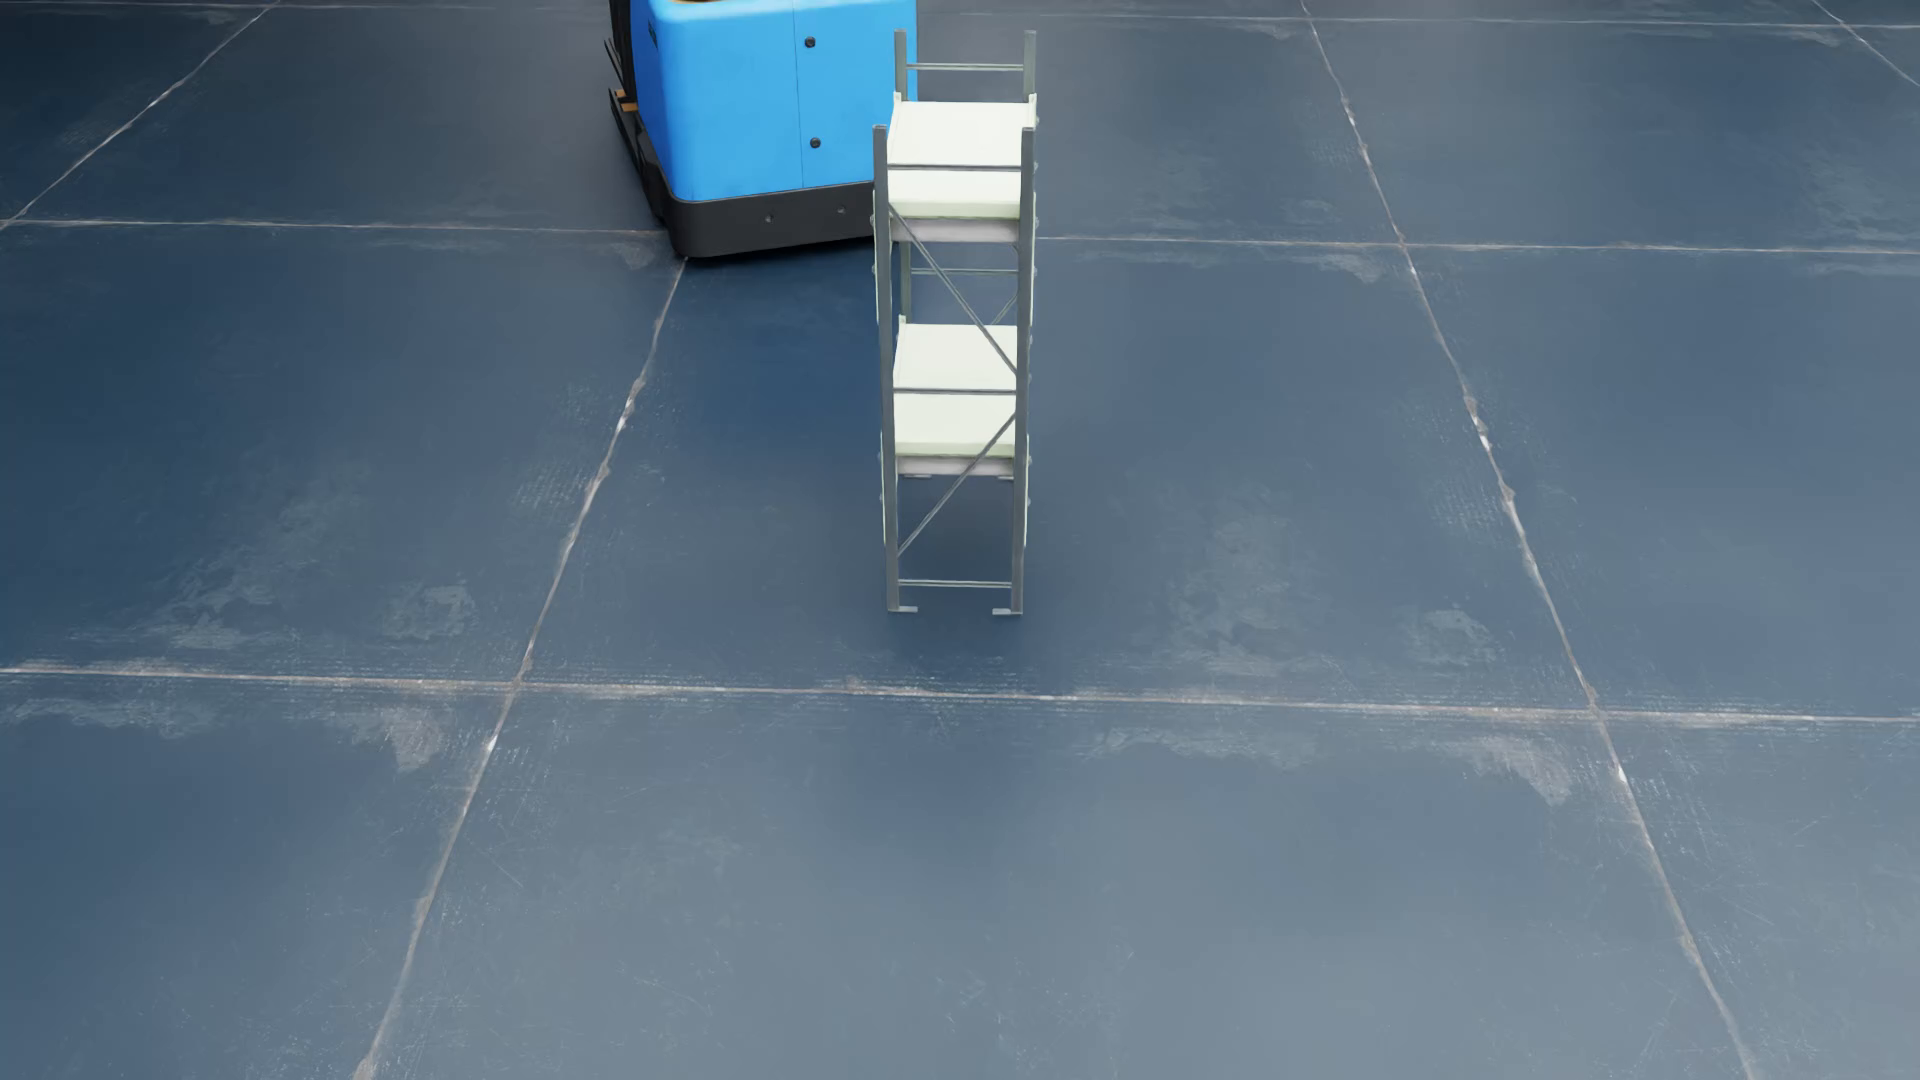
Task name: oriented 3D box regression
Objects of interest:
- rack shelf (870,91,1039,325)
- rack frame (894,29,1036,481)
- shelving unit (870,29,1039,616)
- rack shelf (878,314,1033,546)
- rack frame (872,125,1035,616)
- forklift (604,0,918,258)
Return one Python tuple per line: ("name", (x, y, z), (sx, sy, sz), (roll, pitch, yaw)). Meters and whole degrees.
("rack shelf", (0.000, -0.929, 4.589), (0.431, 0.370, 0.720), (1, 35, 2))
("rack frame", (0.014, -0.820, 5.113), (0.400, 1.500, 0.023), (1, 35, 2))
("shelving unit", (0.000, -0.610, 4.813), (0.431, 1.500, 0.755), (1, 35, 2))
("rack shelf", (0.000, -0.343, 5.001), (0.431, 0.370, 0.720), (1, 35, 2))
("rack frame", (-0.015, -0.399, 4.514), (0.400, 1.500, 0.023), (1, 35, 2))
("forklift", (-1.081, -3.192, 7.243), (1.130, 2.935, 3.031), (-10, 36, -14))
